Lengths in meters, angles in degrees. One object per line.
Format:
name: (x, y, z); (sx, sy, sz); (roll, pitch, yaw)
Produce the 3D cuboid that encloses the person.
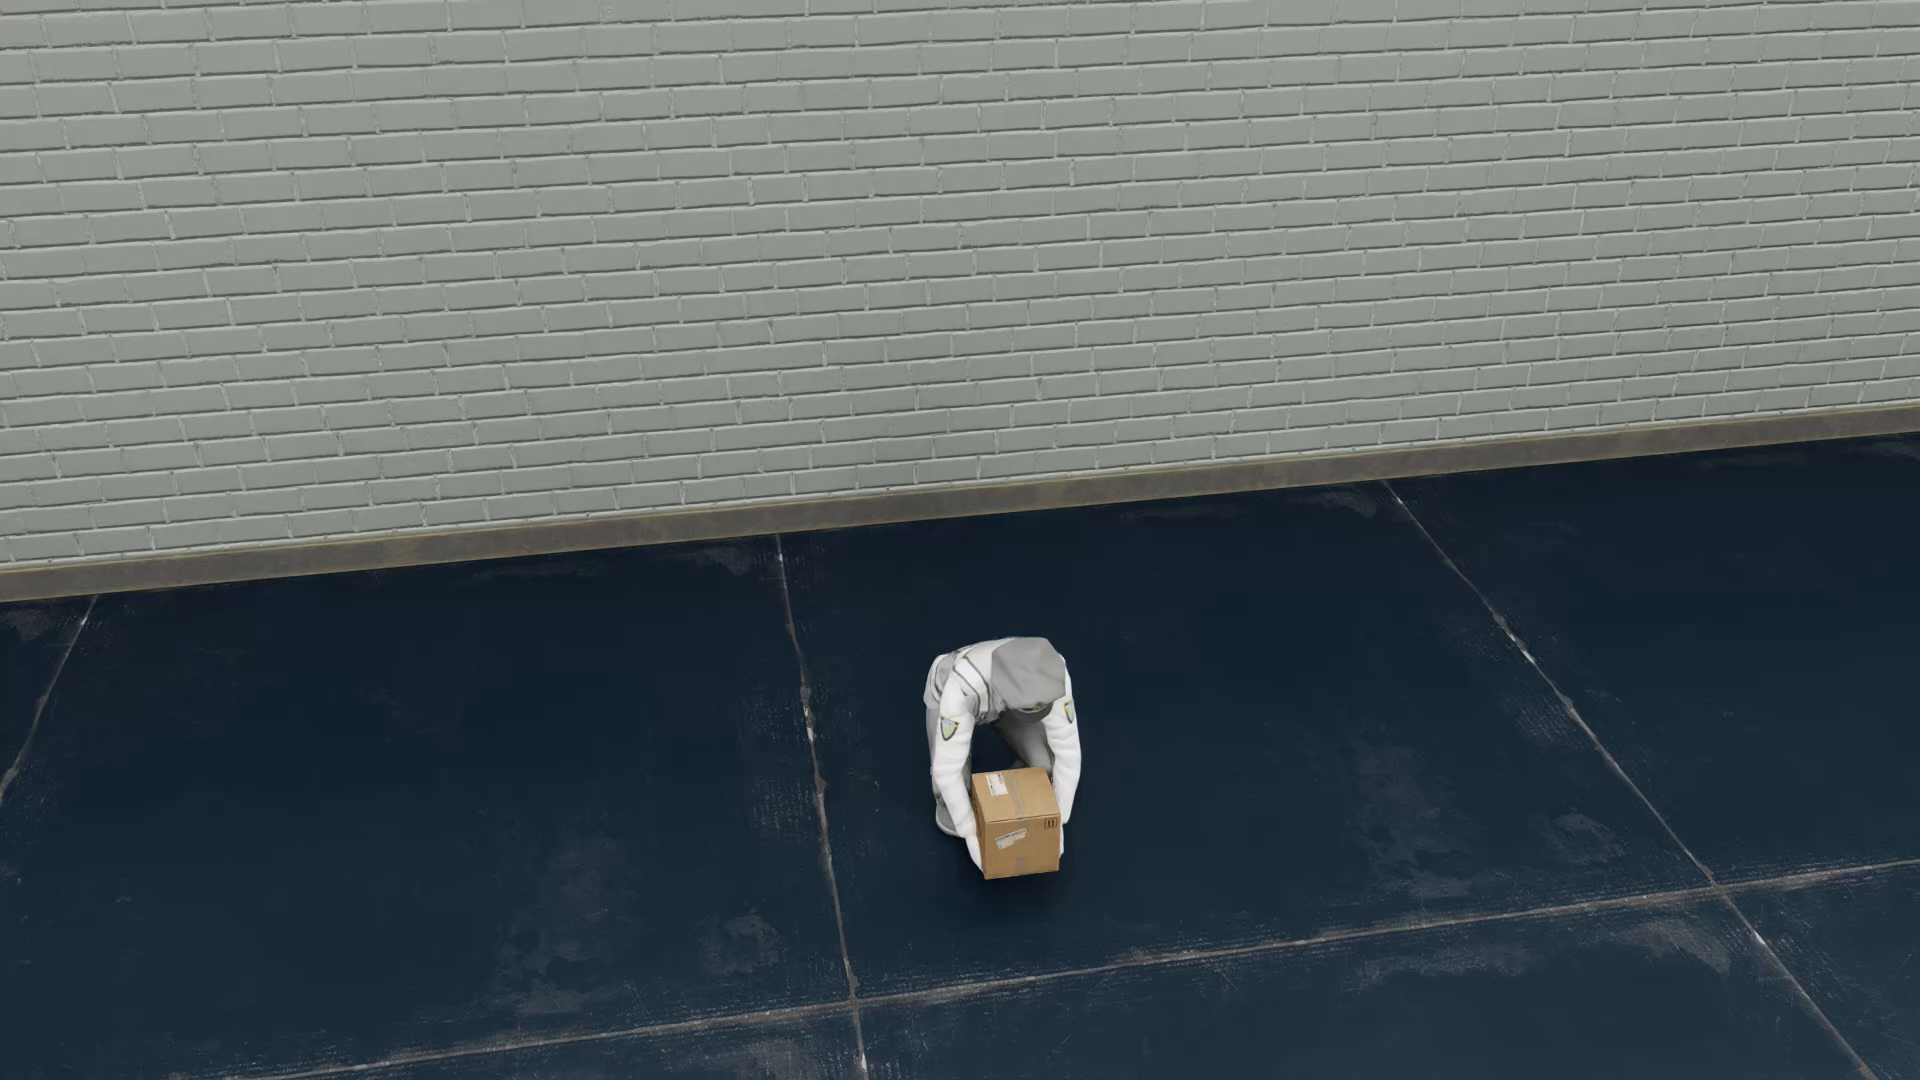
person: (0.133, 0.642, 5.753); (0.511, 0.961, 0.819); (-5, 31, -9)
